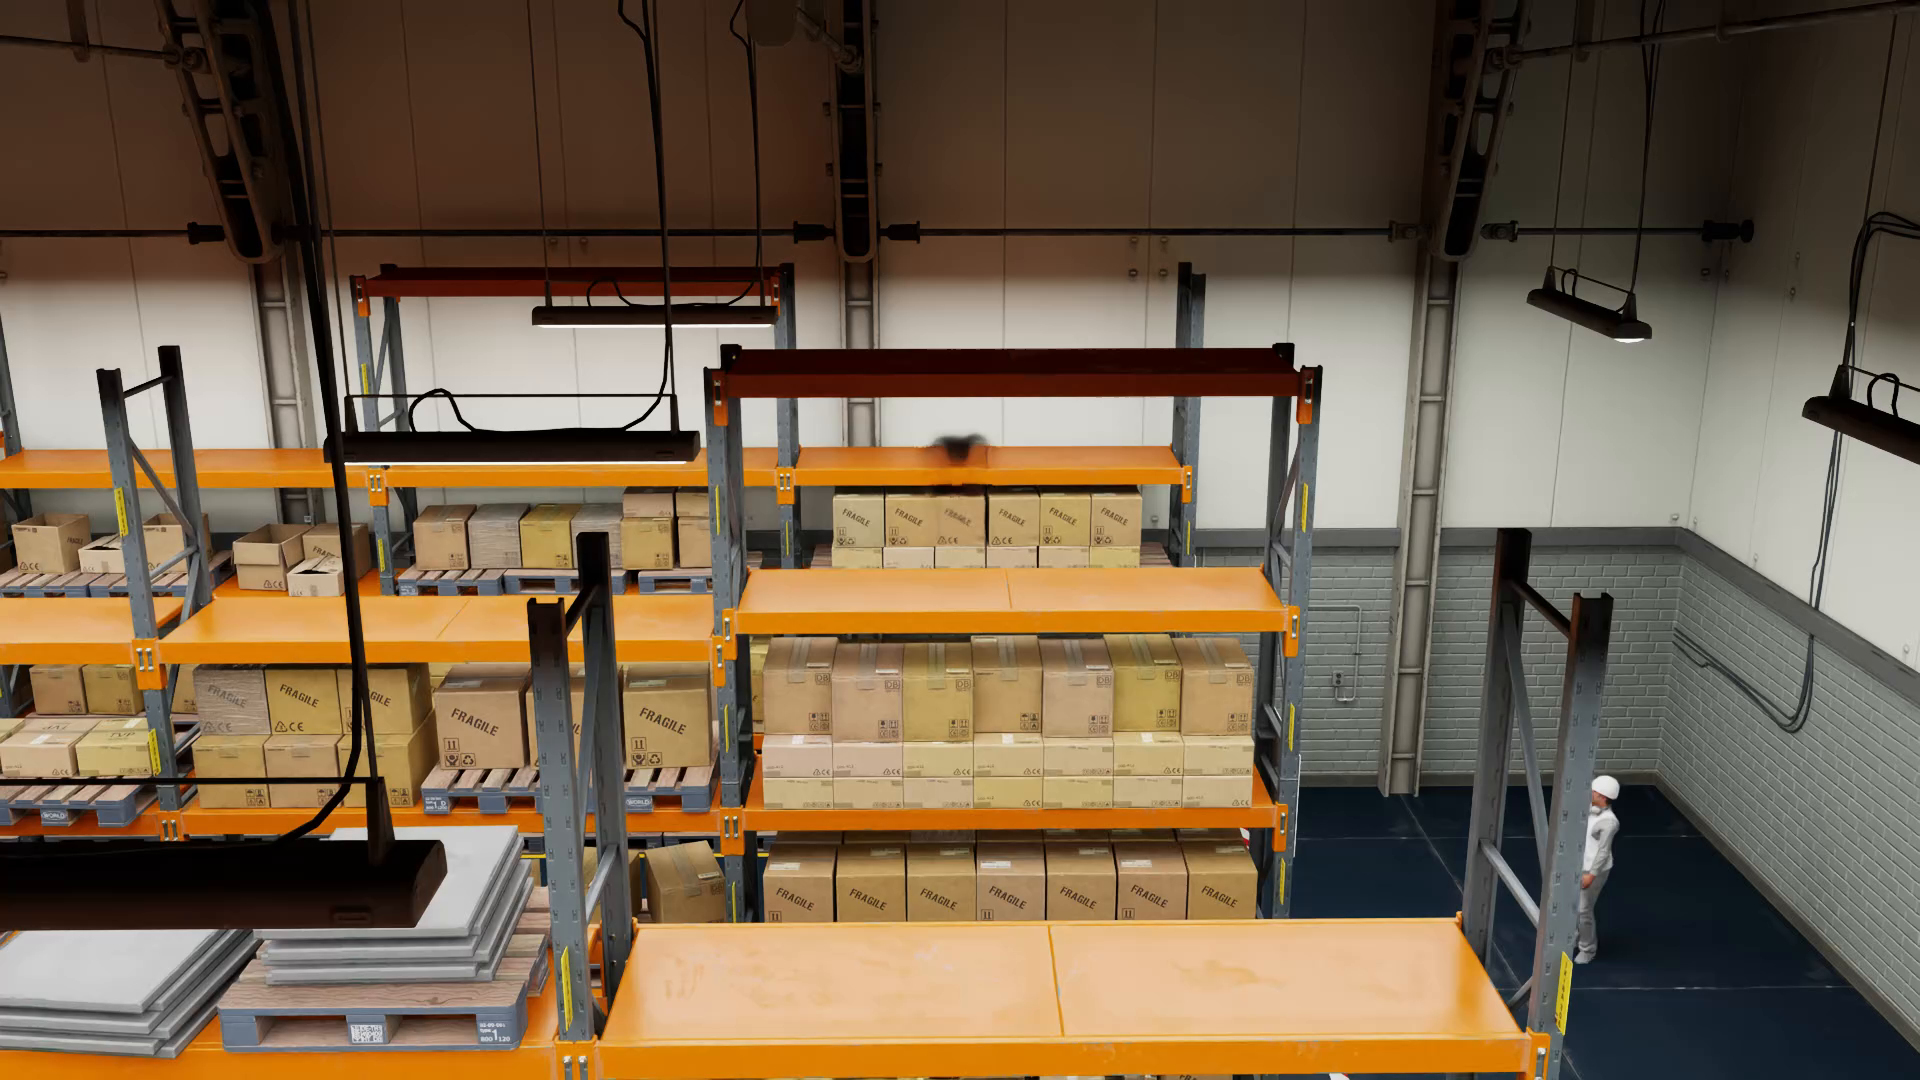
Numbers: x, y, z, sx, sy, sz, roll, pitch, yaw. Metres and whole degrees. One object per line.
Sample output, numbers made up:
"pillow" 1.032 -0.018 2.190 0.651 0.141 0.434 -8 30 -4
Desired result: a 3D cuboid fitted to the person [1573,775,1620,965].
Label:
"person" 5.752 2.991 15.265 0.442 1.817 0.574 -5 17 -16
